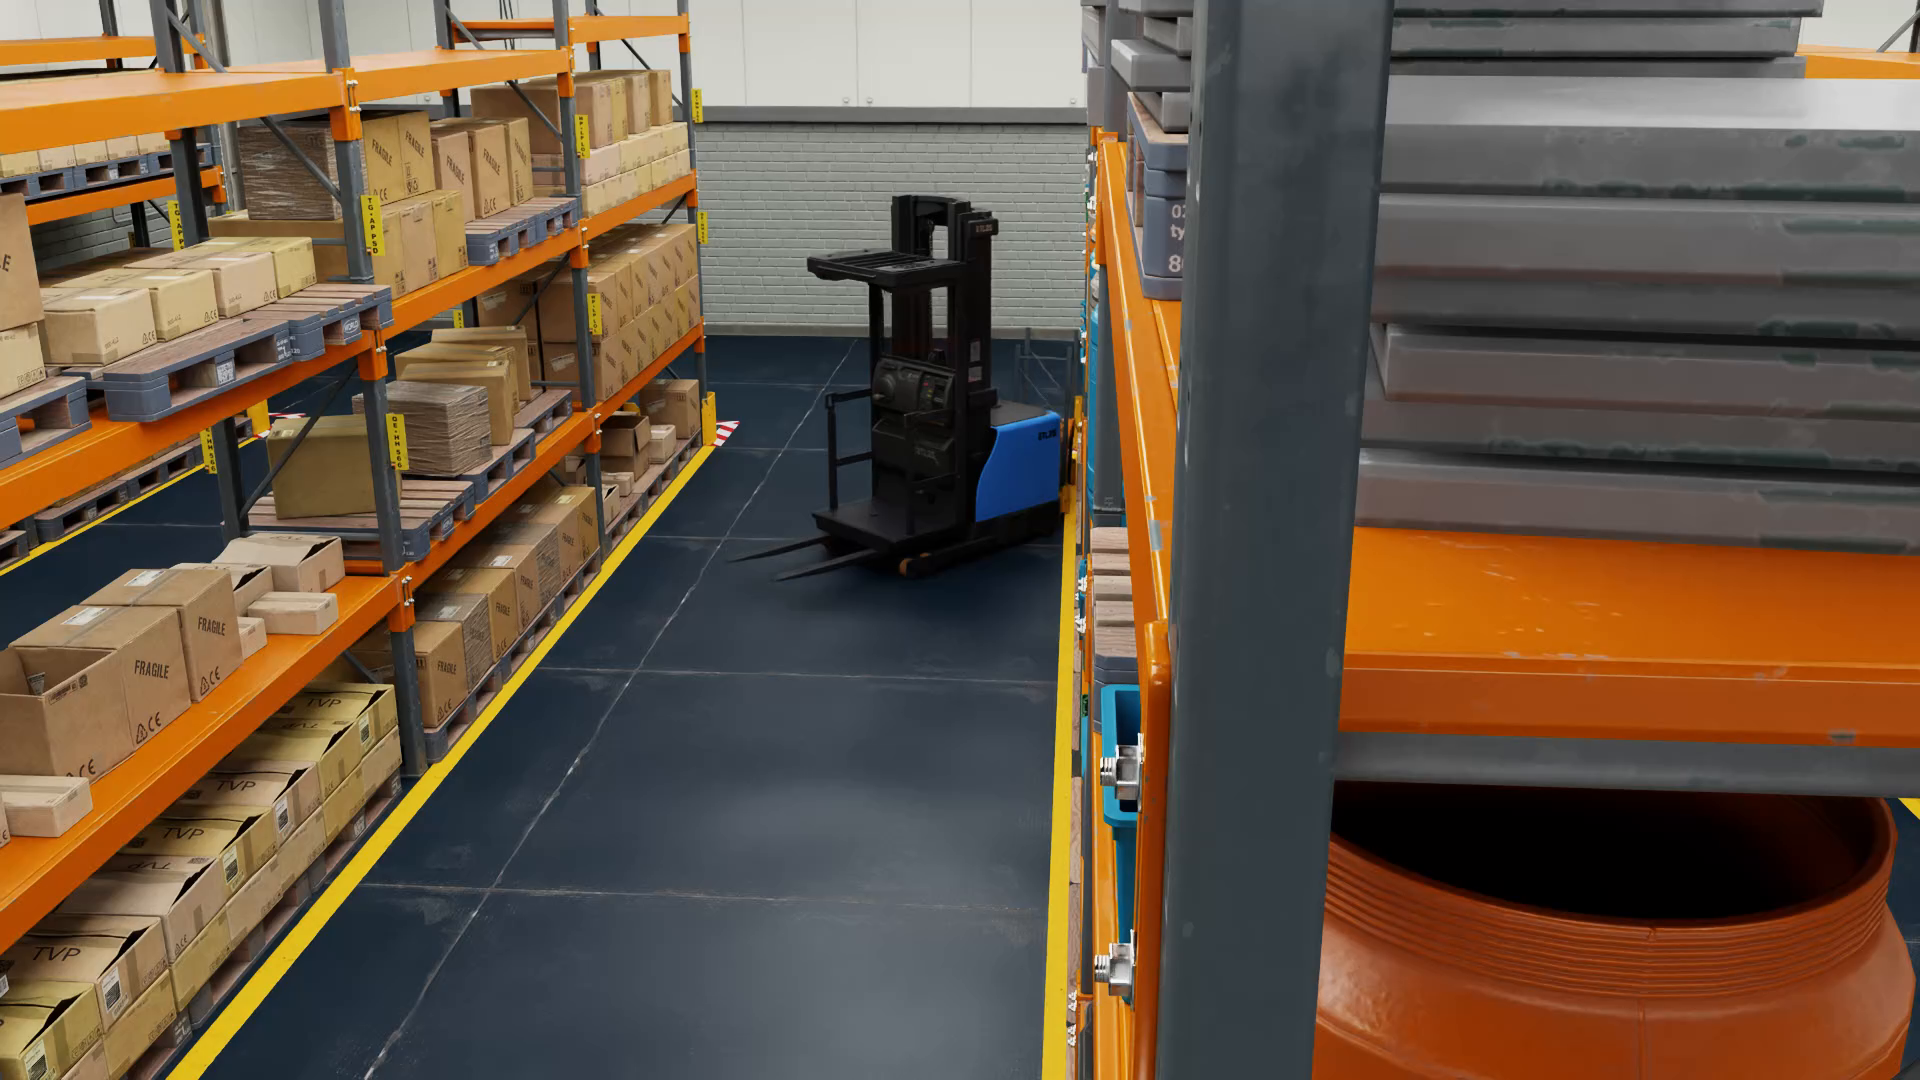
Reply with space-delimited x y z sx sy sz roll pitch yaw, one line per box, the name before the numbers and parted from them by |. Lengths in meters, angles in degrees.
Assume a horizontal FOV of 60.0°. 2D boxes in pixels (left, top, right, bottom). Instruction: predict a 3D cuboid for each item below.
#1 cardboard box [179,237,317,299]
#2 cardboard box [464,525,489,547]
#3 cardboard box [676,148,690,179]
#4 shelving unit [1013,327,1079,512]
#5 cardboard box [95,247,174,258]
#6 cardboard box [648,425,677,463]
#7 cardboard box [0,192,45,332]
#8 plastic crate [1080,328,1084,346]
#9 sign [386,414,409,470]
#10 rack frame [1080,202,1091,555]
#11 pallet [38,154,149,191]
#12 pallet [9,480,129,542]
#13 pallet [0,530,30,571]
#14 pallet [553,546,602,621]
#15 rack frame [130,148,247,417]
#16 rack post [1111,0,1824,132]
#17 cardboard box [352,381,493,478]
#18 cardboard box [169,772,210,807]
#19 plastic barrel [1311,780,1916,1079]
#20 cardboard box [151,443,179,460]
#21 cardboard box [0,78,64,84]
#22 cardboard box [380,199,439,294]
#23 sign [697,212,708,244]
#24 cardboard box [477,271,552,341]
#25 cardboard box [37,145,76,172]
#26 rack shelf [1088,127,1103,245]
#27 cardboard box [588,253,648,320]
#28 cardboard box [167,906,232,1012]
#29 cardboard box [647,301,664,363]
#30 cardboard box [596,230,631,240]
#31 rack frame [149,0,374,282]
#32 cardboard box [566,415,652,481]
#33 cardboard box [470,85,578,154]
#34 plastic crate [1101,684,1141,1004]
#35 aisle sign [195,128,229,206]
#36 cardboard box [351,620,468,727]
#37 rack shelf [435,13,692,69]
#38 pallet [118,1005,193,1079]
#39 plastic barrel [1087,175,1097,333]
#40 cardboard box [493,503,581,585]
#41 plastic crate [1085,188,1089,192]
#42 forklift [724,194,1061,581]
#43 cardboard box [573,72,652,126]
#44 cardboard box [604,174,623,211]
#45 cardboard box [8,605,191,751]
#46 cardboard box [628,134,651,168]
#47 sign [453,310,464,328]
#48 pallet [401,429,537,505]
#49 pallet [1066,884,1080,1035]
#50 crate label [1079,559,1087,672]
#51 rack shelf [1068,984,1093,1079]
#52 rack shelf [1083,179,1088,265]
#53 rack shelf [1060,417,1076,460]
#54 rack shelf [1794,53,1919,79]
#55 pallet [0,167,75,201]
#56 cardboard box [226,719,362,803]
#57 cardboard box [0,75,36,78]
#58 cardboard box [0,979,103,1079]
cardboard box | -3.724 -1.428 8.712 0.500 0.250 0.500 0 18 0
cardboard box | -3.809 0.186 12.345 0.500 0.500 0.500 2 18 5
cardboard box | -2.948 -3.689 16.289 0.500 0.250 0.500 1 18 4
shelving unit | 0.781 -1.135 15.393 0.587 1.500 1.083 4 16 6
cardboard box | -8.142 -2.594 17.041 0.980 0.700 0.700 2 18 6
cardboard box | -3.065 -0.934 16.166 0.500 0.250 0.500 1 18 4
cardboard box | -3.933 -1.052 6.361 0.500 0.500 0.500 3 18 9
plastic crate | 1.266 -1.914 15.775 0.250 0.136 0.298 1 18 4
sign | -3.193 -0.555 9.440 0.100 0.325 0.005 1 18 4
rack frame | 1.480 -1.147 13.105 1.000 3.000 0.127 1 18 4
pallet | -8.243 -3.383 15.255 1.003 0.211 1.213 1 18 4
pallet | -8.269 -0.277 14.930 1.003 0.211 1.213 1 18 4
pallet | -8.382 0.199 13.478 1.003 0.211 1.213 1 18 4
pallet | -3.481 0.320 13.107 1.003 0.211 1.213 1 18 4
rack frame | -8.115 -2.610 17.571 1.000 3.000 0.127 1 18 4
rack post | 0.727 -0.837 2.647 0.937 0.300 0.954 1 18 3
cardboard box | -3.558 -0.741 11.032 0.700 0.500 0.500 5 19 14
cardboard box | -4.146 1.302 8.472 0.500 0.311 0.500 1 18 2
plastic barrel | 0.528 0.598 1.601 0.600 0.830 0.708 1 18 4
cardboard box | -8.137 -1.091 16.274 0.700 0.500 0.500 1 18 2
cardboard box | -8.040 -3.700 14.283 0.500 0.500 0.500 1 18 3
cardboard box | -3.713 -1.784 10.071 0.910 0.500 0.500 1 18 4
sign | -2.622 -3.182 16.951 0.100 0.325 0.005 1 18 4
cardboard box | -3.682 -1.944 13.772 0.500 0.500 0.500 1 18 4
cardboard box | -8.038 -3.336 14.374 0.500 0.250 0.500 1 18 3
rack shelf | 1.050 -1.602 6.658 1.077 0.370 4.000 1 18 4
cardboard box | -3.072 -2.241 14.678 0.500 0.500 0.500 1 18 2
cardboard box | -3.686 1.894 7.567 0.500 0.250 0.500 1 18 2
cardboard box | -3.046 -1.930 15.337 0.500 0.500 0.500 1 18 3
cardboard box | -3.498 -2.729 16.167 0.500 0.500 0.500 1 18 4
rack frame | -3.747 -2.867 8.721 1.000 3.000 0.127 1 18 4
cardboard box | -3.331 -0.865 15.547 0.797 0.503 0.637 1 18 4
cardboard box | -3.464 -3.358 13.271 0.700 0.500 0.500 1 18 4
plastic crate | 0.456 0.564 3.094 0.392 0.384 0.575 1 18 4
aisle sign | -7.811 -3.861 17.214 0.394 0.787 0.004 1 18 4
cardboard box | -3.430 0.828 10.387 0.500 0.500 0.500 2 18 6
rack shelf | -3.317 -4.387 14.520 1.077 0.370 4.000 1 18 4
pallet | -4.020 2.322 6.998 1.003 0.211 1.213 1 18 4
plastic barrel | 0.918 -1.318 8.005 0.600 0.901 0.600 0 18 0
cardboard box | -3.254 0.033 12.811 0.500 0.500 0.500 1 18 4
plastic crate | 1.191 -2.850 13.910 0.293 0.136 0.466 1 18 4
forklift | -0.541 -1.265 13.575 3.031 2.935 1.130 -16 24 -40
cardboard box | -3.314 -4.135 15.643 0.700 0.500 0.500 1 18 4
cardboard box | -3.139 -2.913 13.920 0.500 0.250 0.500 1 18 4
cardboard box | -3.889 0.621 7.549 0.500 0.500 0.500 1 18 4
cardboard box | -3.061 -3.461 14.790 0.500 0.250 0.500 1 18 4
sign | -4.002 -1.679 13.341 0.100 0.325 0.005 1 18 4
pallet | -3.612 -0.529 11.528 1.003 0.211 1.213 1 18 4
pallet | 1.009 2.038 7.863 1.003 0.211 1.213 1 18 4
crate label | 0.852 0.381 8.385 0.502 0.435 0.616 1 18 4
rack shelf | 0.763 2.301 3.739 1.077 0.370 4.000 1 18 4
rack shelf | 1.623 -2.851 14.646 1.077 0.370 4.000 1 18 4
rack shelf | 0.774 -0.960 15.435 0.538 0.185 1.000 4 16 6
rack shelf | 6.277 -2.734 10.112 1.077 0.370 4.000 1 18 4
pallet | -8.333 -3.005 14.101 1.003 0.211 1.213 1 18 4
cardboard box | -3.570 1.154 8.924 0.500 0.311 0.500 1 18 3
cardboard box | -8.532 -3.871 14.803 0.500 0.500 0.500 1 18 2
cardboard box | -3.756 1.944 6.513 0.500 0.311 0.500 1 18 4
